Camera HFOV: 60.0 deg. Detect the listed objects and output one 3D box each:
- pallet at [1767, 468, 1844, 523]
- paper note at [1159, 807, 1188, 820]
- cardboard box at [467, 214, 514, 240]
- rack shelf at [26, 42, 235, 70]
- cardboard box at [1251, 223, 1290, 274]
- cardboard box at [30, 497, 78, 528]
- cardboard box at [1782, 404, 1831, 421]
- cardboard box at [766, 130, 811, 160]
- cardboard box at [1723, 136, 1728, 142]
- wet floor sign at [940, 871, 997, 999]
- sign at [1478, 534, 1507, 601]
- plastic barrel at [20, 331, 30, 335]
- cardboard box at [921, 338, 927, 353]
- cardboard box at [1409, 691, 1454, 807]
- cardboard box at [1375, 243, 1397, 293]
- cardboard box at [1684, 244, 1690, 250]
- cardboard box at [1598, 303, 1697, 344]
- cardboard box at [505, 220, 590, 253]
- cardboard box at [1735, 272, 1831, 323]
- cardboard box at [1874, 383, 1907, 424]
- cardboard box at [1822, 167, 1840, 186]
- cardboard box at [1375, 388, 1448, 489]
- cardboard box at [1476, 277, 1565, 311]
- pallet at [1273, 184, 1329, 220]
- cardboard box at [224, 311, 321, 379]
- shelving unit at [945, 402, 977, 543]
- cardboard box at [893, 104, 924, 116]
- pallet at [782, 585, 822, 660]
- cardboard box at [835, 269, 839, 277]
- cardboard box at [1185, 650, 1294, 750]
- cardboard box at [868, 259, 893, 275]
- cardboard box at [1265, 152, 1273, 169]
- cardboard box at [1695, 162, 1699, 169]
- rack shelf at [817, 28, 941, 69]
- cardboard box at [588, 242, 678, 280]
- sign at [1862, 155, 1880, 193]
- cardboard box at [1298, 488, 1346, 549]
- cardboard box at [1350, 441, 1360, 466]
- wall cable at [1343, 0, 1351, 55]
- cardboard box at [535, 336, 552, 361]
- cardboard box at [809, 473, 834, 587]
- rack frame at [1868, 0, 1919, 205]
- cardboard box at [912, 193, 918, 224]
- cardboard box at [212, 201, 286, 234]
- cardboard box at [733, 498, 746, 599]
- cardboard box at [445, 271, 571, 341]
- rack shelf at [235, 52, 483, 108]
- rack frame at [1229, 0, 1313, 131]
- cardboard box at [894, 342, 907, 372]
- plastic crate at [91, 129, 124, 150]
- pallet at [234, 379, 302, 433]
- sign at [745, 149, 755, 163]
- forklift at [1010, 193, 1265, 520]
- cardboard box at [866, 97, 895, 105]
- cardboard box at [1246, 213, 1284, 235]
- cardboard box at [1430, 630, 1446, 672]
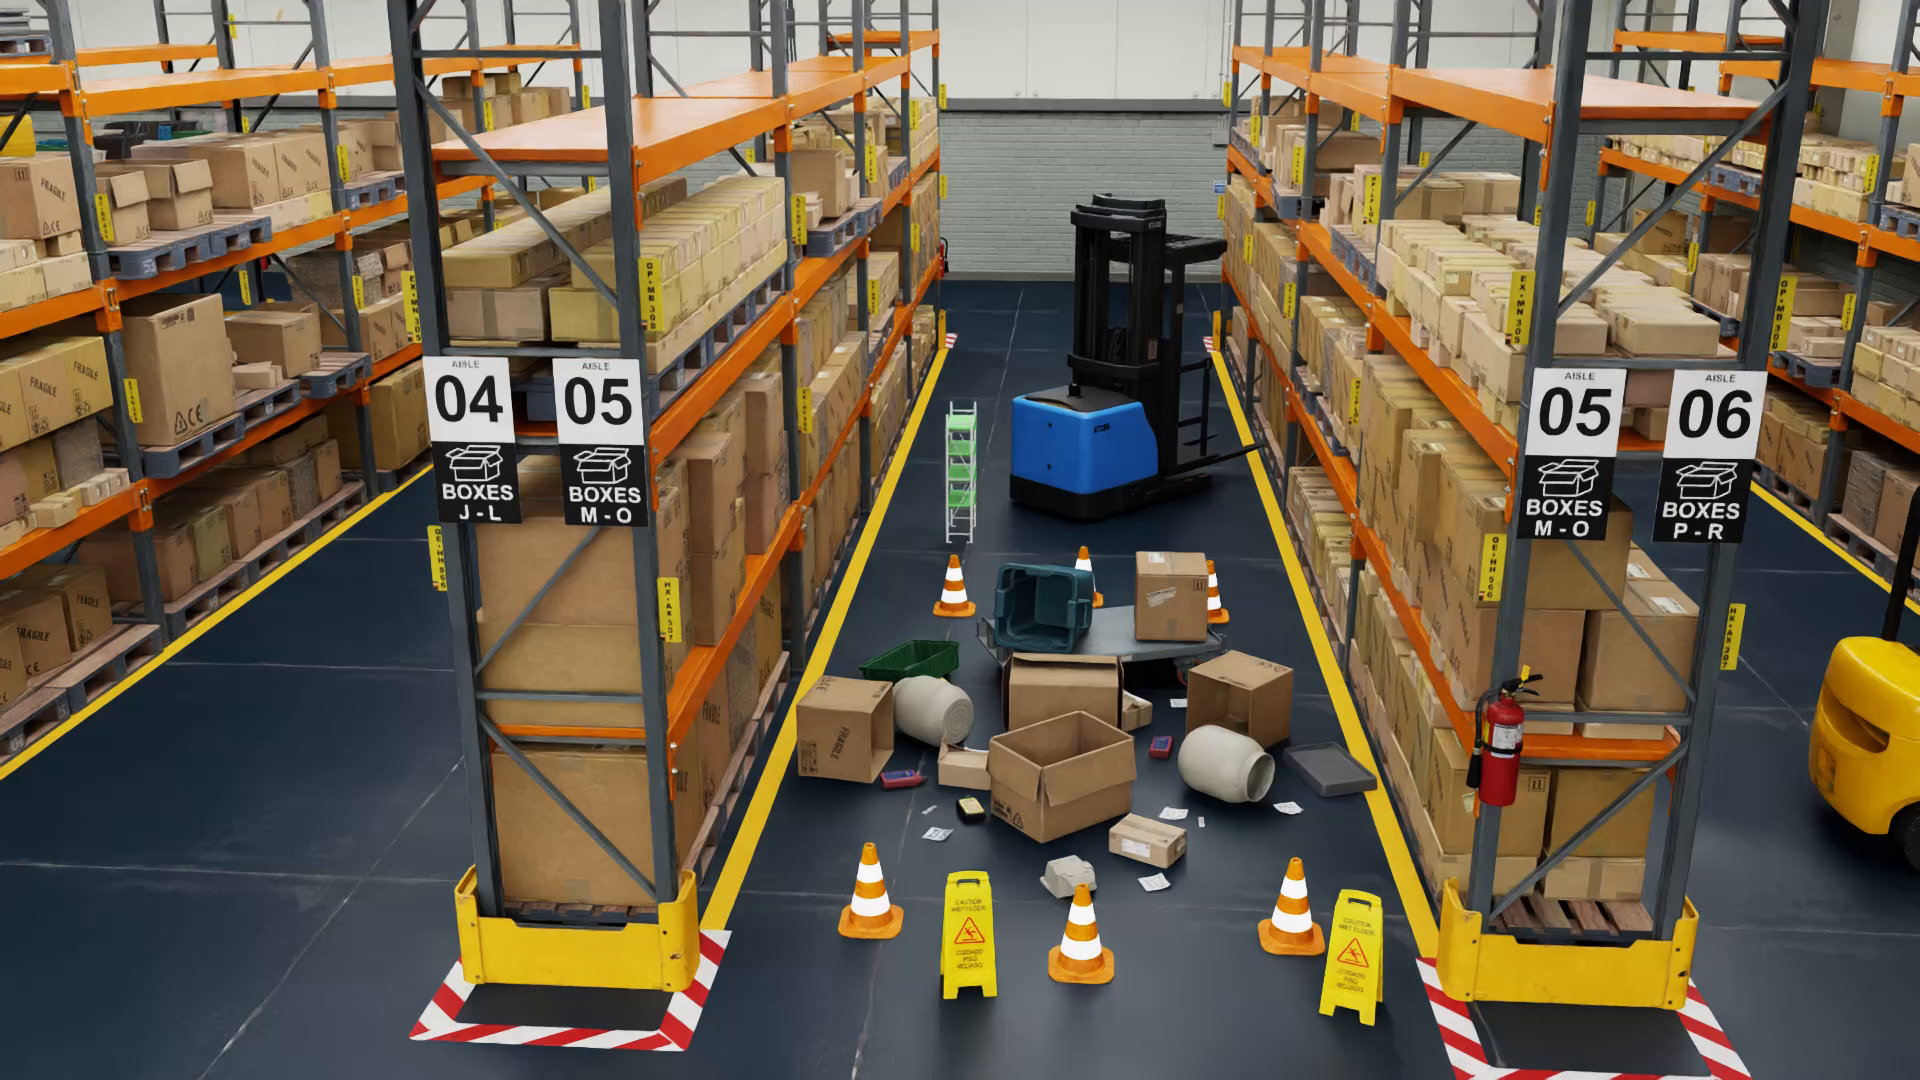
[{"bbox_3d":[8.627,-0.434,16.237,1.003,0.211,1.213,1,18,4],"label":"pallet"},{"bbox_3d":[1.304,1.664,10.140,0.148,0.019,0.142,8,20,23],"label":"paper note"},{"bbox_3d":[-5.723,-3.671,20.195,0.500,0.500,0.500,1,18,4],"label":"cardboard box"},{"bbox_3d":[-10.810,-6.152,21.372,1.077,0.370,4.000,1,18,4],"label":"rack shelf"},{"bbox_3d":[3.553,-3.273,18.655,0.500,0.500,0.500,1,18,5],"label":"cardboard box"},{"bbox_3d":[-6.320,-0.190,11.417,0.380,0.149,0.250,1,18,4],"label":"cardboard box"},{"bbox_3d":[8.435,-1.255,16.560,0.380,0.149,0.250,2,18,6],"label":"cardboard box"},{"bbox_3d":[-1.590,-3.685,15.473,0.396,0.266,0.258,1,18,4],"label":"cardboard box"},{"bbox_3d":[8.416,-4.298,17.823,0.380,0.149,0.250,2,18,5],"label":"cardboard box"},{"bbox_3d":[0.040,1.939,8.295,0.267,0.644,0.232,-2,18,-6],"label":"wet floor sign"},{"bbox_3d":[2.459,0.128,7.677,0.100,0.325,0.005,1,18,4],"label":"sign"},{"bbox_3d":[-11.060,-2.026,19.312,0.600,0.901,0.708,1,18,4],"label":"plastic barrel"},{"bbox_3d":[-0.628,-2.530,21.580,0.380,0.149,0.250,1,18,4],"label":"cardboard box"},{"bbox_3d":[2.843,1.180,9.367,0.500,0.500,0.500,2,18,6],"label":"cardboard box"},{"bbox_3d":[2.994,-1.761,10.752,0.500,0.250,0.500,1,18,3],"label":"cardboard box"},{"bbox_3d":[9.263,-3.621,21.245,0.500,0.250,0.500,2,18,6],"label":"cardboard box"},{"bbox_3d":[3.243,-1.023,7.860,0.380,0.149,0.250,1,18,4],"label":"cardboard box"},{"bbox_3d":[-2.173,-1.592,8.762,0.380,0.149,0.250,1,18,4],"label":"cardboard box"},{"bbox_3d":[8.472,-2.468,17.130,0.700,0.500,0.500,1,18,4],"label":"cardboard box"},{"bbox_3d":[8.220,-1.169,14.240,0.500,0.250,0.500,1,18,3],"label":"cardboard box"},{"bbox_3d":[8.378,-3.427,15.674,0.380,0.149,0.250,1,18,4],"label":"cardboard box"},{"bbox_3d":[2.929,-0.614,10.064,0.700,0.500,0.500,1,18,3],"label":"cardboard box"},{"bbox_3d":[2.892,-1.262,8.591,0.380,0.149,0.250,1,18,4],"label":"cardboard box"},{"bbox_3d":[3.578,-3.175,15.608,1.213,0.211,1.003,2,18,6],"label":"pallet"},{"bbox_3d":[-6.239,-1.762,14.976,0.700,0.500,0.500,4,19,12],"label":"cardboard box"},{"bbox_3d":[0.012,-0.622,15.220,0.258,1.200,0.503,1,18,4],"label":"shelving unit"},{"bbox_3d":[-0.649,-5.396,20.880,0.380,0.149,0.250,1,18,2],"label":"cardboard box"},{"bbox_3d":[-1.666,0.609,13.053,1.003,0.211,1.213,1,18,4],"label":"pallet"},{"bbox_3d":[-1.576,-2.988,18.804,0.380,0.149,0.250,1,18,3],"label":"cardboard box"},{"bbox_3d":[1.864,1.093,11.107,0.500,0.500,0.500,17,25,41],"label":"cardboard box"},{"bbox_3d":[-0.946,-3.030,18.453,0.380,0.149,0.250,1,18,2],"label":"cardboard box"},{"bbox_3d":[3.432,-4.009,17.552,0.380,0.166,0.250,0,18,0],"label":"cardboard box"},{"bbox_3d":[8.554,-4.195,18.822,0.380,0.149,0.250,1,18,4],"label":"cardboard box"},{"bbox_3d":[-0.929,-6.088,20.539,1.077,0.370,4.000,1,18,4],"label":"rack shelf"},{"bbox_3d":[-1.573,-1.339,7.990,0.380,0.149,0.250,1,18,4],"label":"cardboard box"},{"bbox_3d":[7.995,-3.212,14.589,0.100,0.325,0.005,1,18,4],"label":"sign"},{"bbox_3d":[3.490,-0.184,14.541,0.950,0.372,0.625,1,18,3],"label":"cardboard box"},{"bbox_3d":[3.060,-0.642,12.121,0.380,0.149,0.250,2,18,5],"label":"cardboard box"},{"bbox_3d":[7.811,-8.673,27.206,2.988,3.039,0.133,1,18,4],"label":"wall cable"},{"bbox_3d":[-2.228,-0.975,8.159,0.380,0.149,0.250,1,18,4],"label":"cardboard box"},{"bbox_3d":[-1.619,-0.100,13.676,1.050,0.750,0.750,1,18,4],"label":"cardboard box"},{"bbox_3d":[8.536,-4.379,14.163,1.000,3.000,0.127,1,18,4],"label":"rack frame"},{"bbox_3d":[-0.775,-3.920,20.151,0.500,0.500,0.500,1,18,2],"label":"cardboard box"},{"bbox_3d":[-6.150,-2.750,14.249,0.500,0.250,0.500,2,18,5],"label":"cardboard box"},{"bbox_3d":[-1.772,0.072,9.972,0.875,0.550,0.500,1,18,4],"label":"cardboard box"},{"bbox_3d":[-2.177,-1.133,8.003,0.500,0.250,0.500,2,18,5],"label":"cardboard box"},{"bbox_3d":[-6.156,-4.799,17.243,1.077,0.370,4.000,1,18,4],"label":"rack shelf"},{"bbox_3d":[4.159,-6.974,22.081,1.000,3.000,0.127,1,18,4],"label":"rack frame"},{"bbox_3d":[-0.874,-2.091,18.949,0.500,0.250,0.500,1,18,2],"label":"cardboard box"},{"bbox_3d":[-11.133,-5.142,21.499,0.437,0.282,0.530,1,18,4],"label":"plastic crate"},{"bbox_3d":[-6.401,-1.152,14.258,1.003,0.211,1.213,1,18,4],"label":"pallet"},{"bbox_3d":[-1.901,-3.401,15.165,0.100,0.325,0.005,1,18,4],"label":"sign"},{"bbox_3d":[1.905,-1.951,16.497,3.031,2.935,1.130,-16,24,-41],"label":"forklift"},{"bbox_3d":[-1.072,-5.809,22.141,0.380,0.149,0.250,2,18,6],"label":"cardboard box"},{"bbox_3d":[3.630,-3.556,19.518,0.500,0.500,0.500,1,18,3],"label":"cardboard box"},{"bbox_3d":[2.760,0.604,8.993,0.380,0.149,0.250,2,18,5],"label":"cardboard box"}]
